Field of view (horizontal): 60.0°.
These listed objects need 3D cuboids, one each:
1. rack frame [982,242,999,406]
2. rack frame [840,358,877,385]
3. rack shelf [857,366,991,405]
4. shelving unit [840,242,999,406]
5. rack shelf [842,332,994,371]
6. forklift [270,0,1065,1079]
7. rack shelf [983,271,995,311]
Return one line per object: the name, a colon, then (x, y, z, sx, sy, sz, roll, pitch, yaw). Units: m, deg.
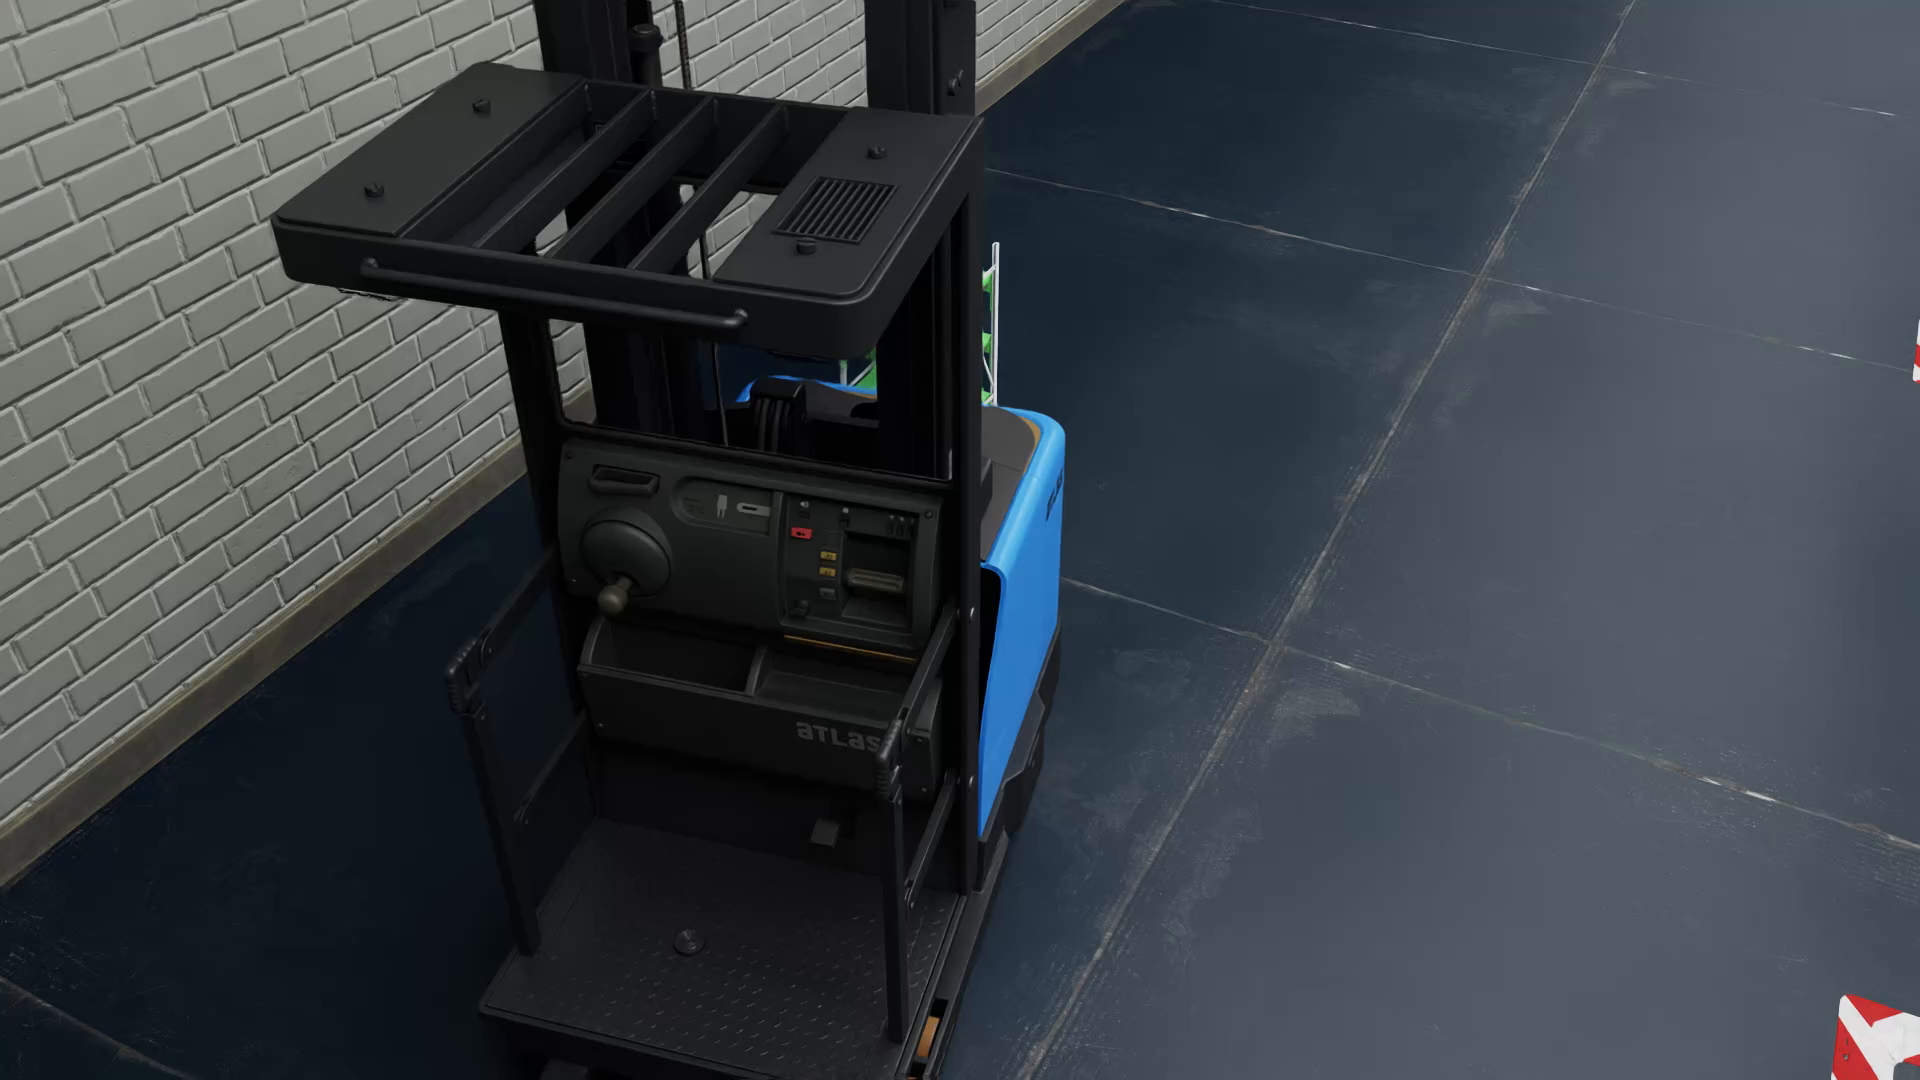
rack frame: (0.070, -0.456, 5.858, 0.015, 1.200, 0.240, 17, 41, 21)
rack frame: (-0.364, -0.592, 6.037, 0.015, 1.200, 0.240, 17, 41, 21)
rack shelf: (-0.147, -0.473, 5.987, 0.480, 0.148, 0.258, 17, 41, 21)
shelving unit: (-0.147, -0.524, 5.948, 0.503, 1.200, 0.258, 17, 41, 21)
rack shelf: (-0.147, -0.664, 5.841, 0.480, 0.148, 0.258, 17, 41, 21)
forklift: (-0.556, 0.093, 3.703, 1.130, 2.935, 3.031, 9, 38, 12)
rack shelf: (-0.147, -0.855, 5.696, 0.480, 0.148, 0.258, 17, 41, 21)
